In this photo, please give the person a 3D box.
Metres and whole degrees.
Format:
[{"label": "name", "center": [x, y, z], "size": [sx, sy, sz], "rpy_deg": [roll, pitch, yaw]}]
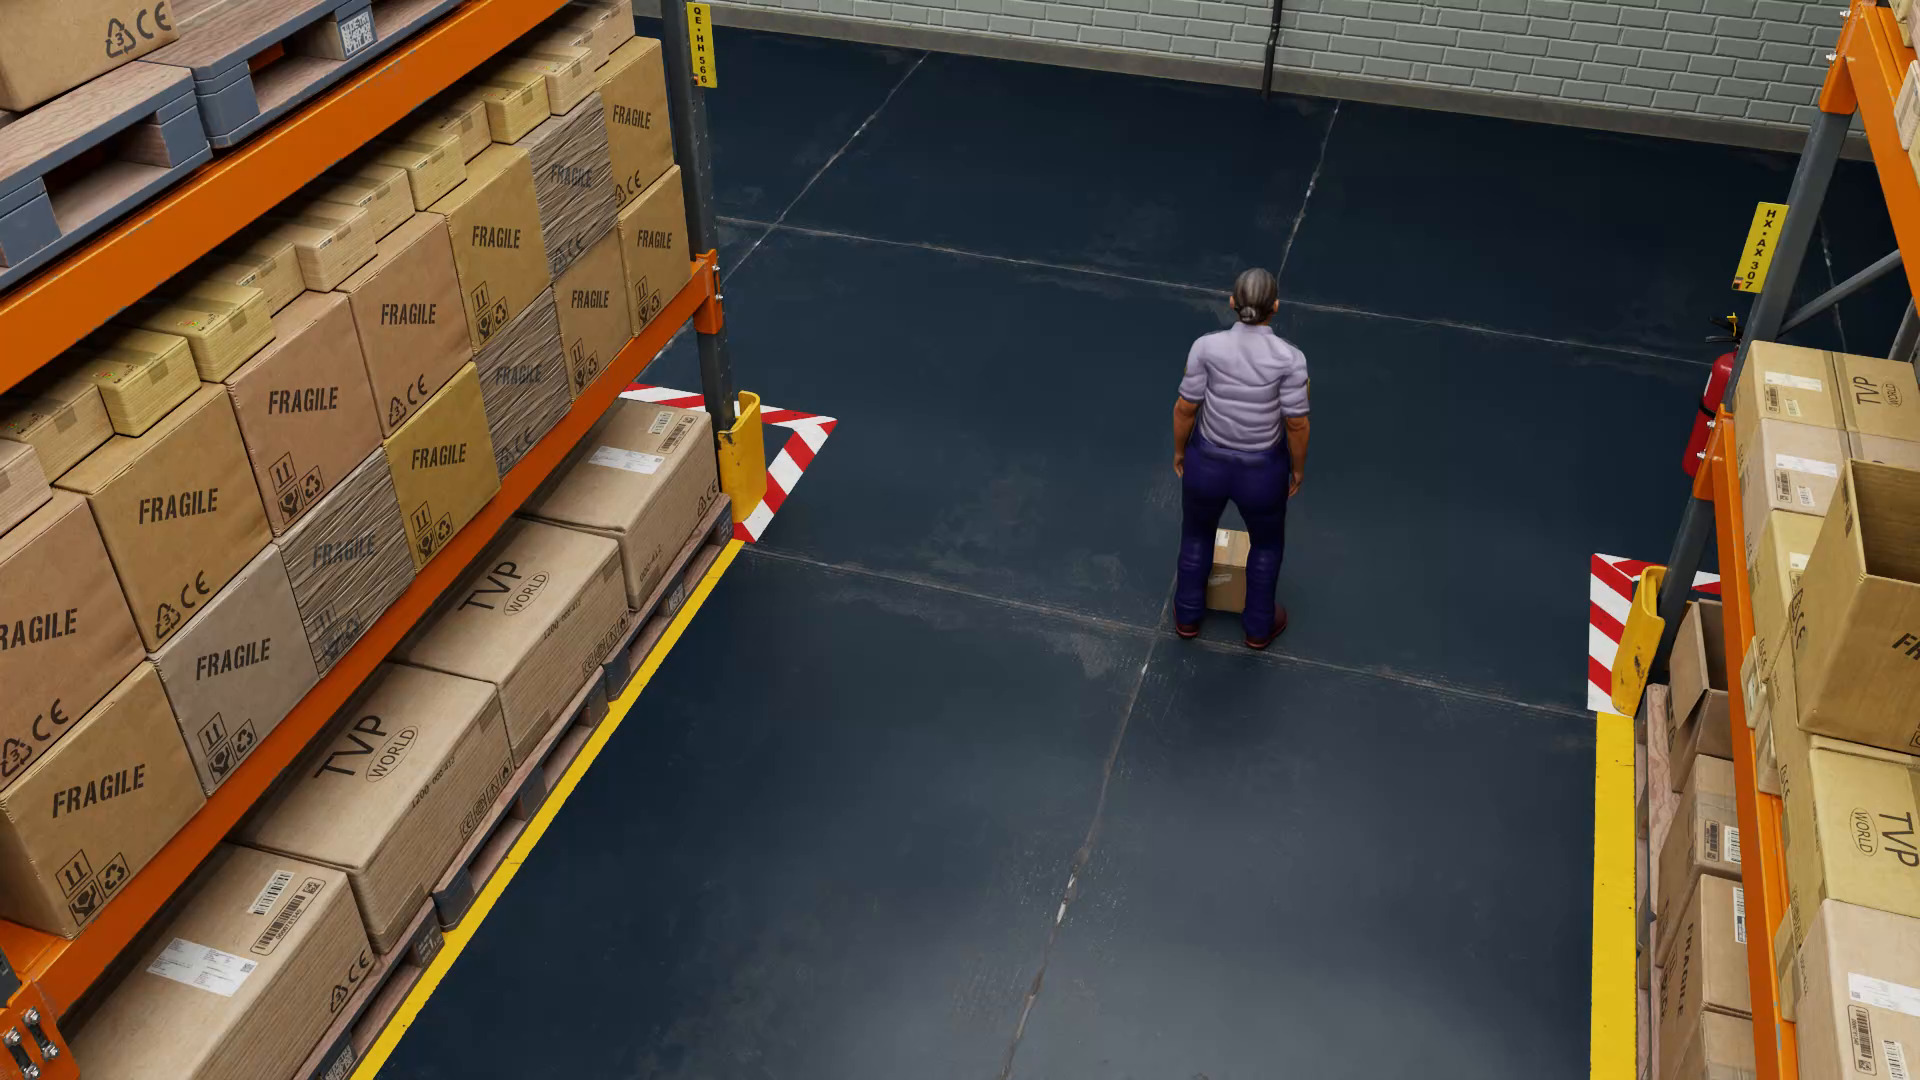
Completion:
[{"label": "person", "center": [1.096, -0.287, 6.534], "size": [0.541, 1.652, 0.368], "rpy_deg": [11, 39, 14]}]
